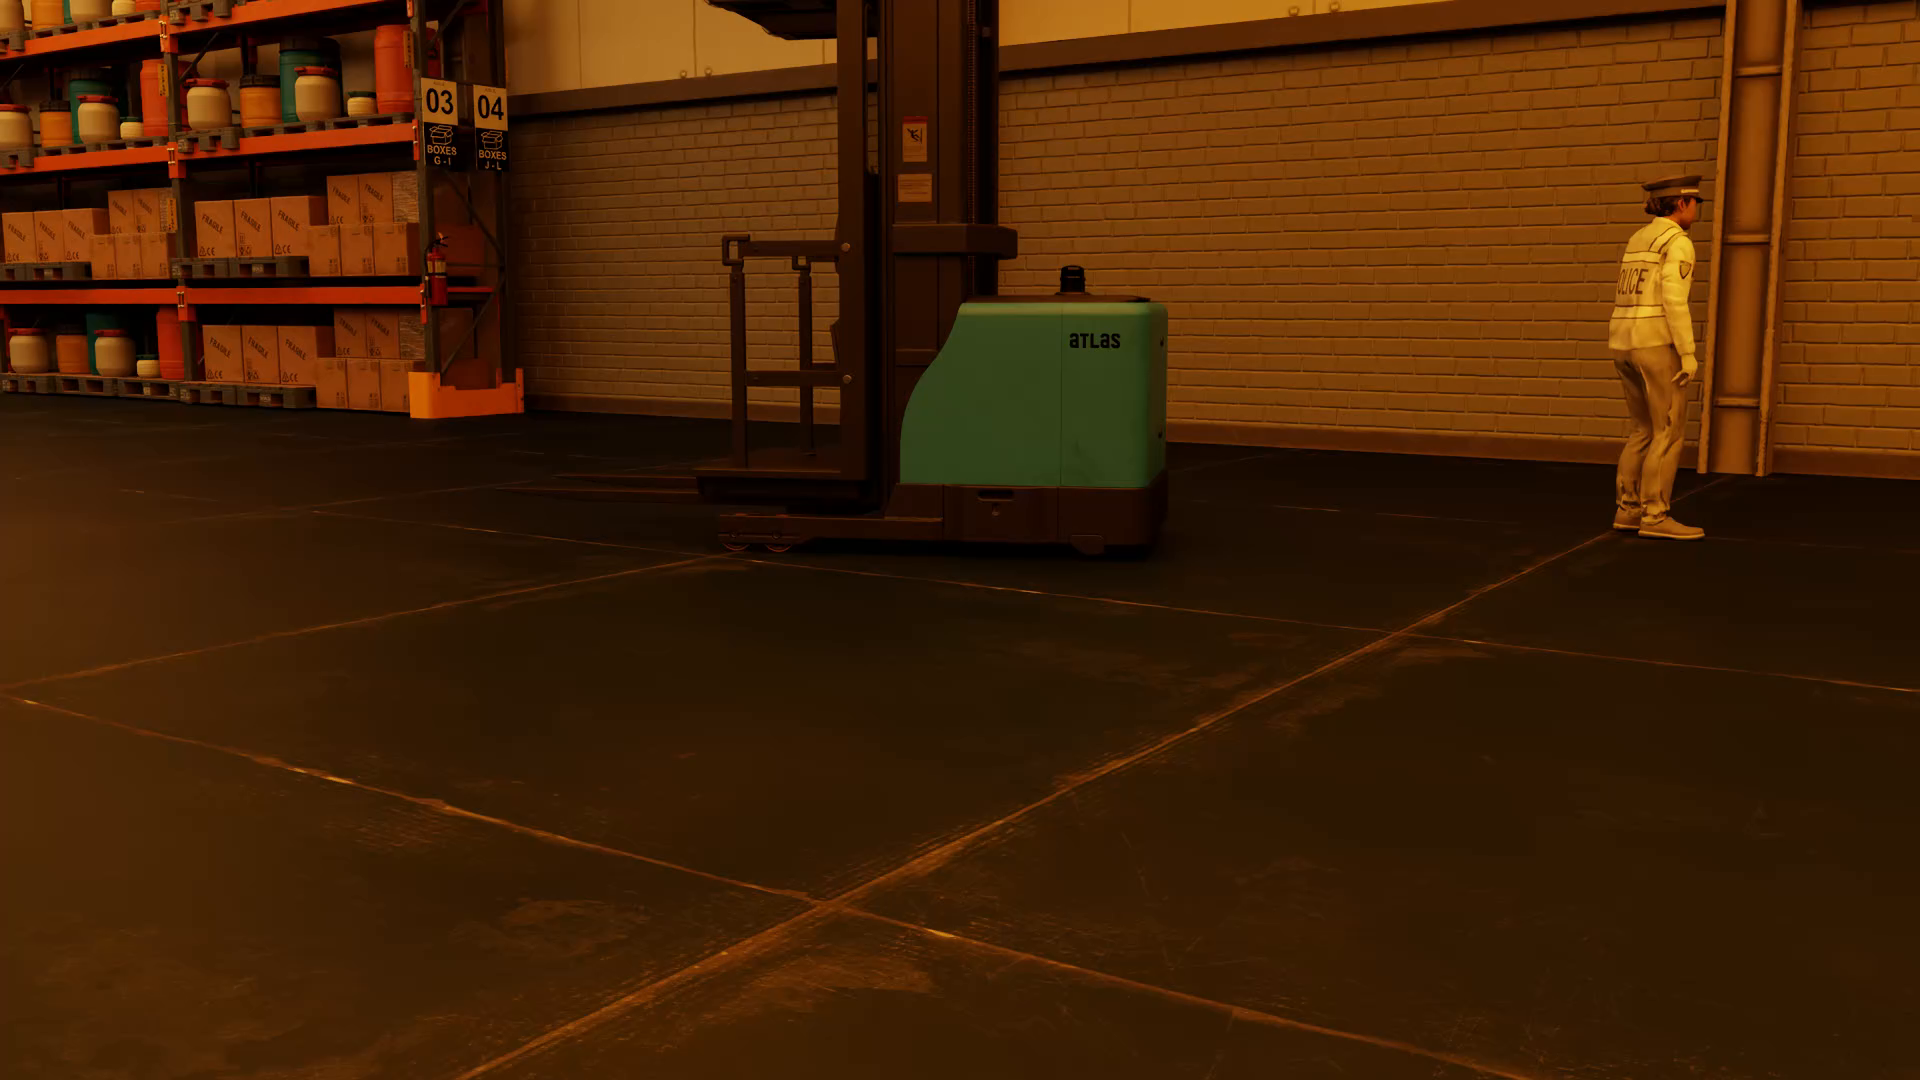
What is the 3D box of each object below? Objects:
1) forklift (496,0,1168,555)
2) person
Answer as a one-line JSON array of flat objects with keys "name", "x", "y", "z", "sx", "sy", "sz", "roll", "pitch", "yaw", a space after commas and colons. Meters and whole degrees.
[{"name": "forklift", "x": -0.596, "y": -1.469, "z": 7.520, "sx": 3.031, "sy": 2.935, "sz": 1.130, "roll": 2, "pitch": 8, "yaw": 12}, {"name": "person", "x": 3.226, "y": -0.855, "z": 7.711, "sx": 0.375, "sy": 1.664, "sz": 0.547, "roll": -1, "pitch": 8, "yaw": -6}]
